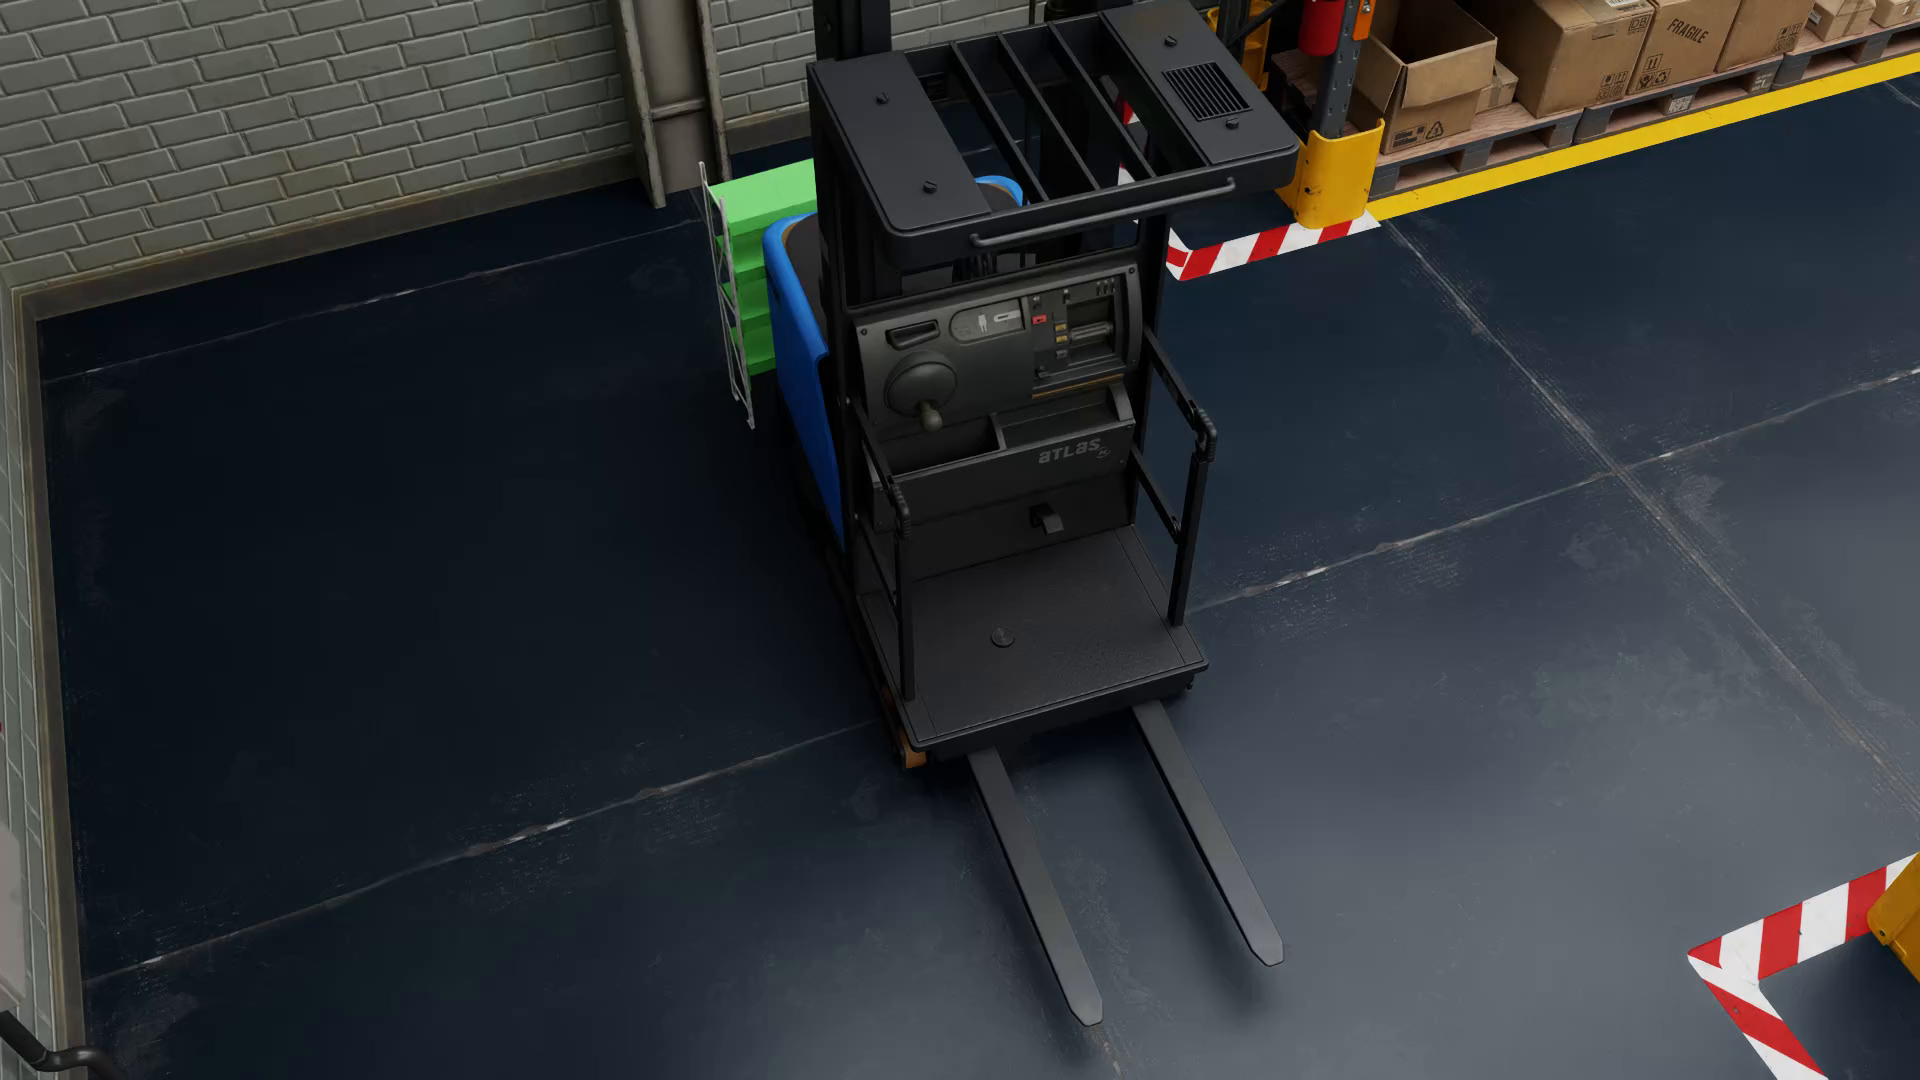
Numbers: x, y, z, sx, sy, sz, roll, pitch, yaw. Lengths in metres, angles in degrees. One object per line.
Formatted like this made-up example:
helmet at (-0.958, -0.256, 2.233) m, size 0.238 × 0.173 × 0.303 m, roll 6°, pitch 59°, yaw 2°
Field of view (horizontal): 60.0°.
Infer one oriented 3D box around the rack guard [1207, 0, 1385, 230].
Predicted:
rack guard at (1.572, -2.073, 8.041) m, size 0.348 × 0.500 × 1.175 m, roll -17°, pitch 52°, yaw -14°

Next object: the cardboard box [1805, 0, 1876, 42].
cardboard box at (4.470, -2.790, 8.535) m, size 0.258 × 0.266 × 0.396 m, roll -16°, pitch 51°, yaw -13°

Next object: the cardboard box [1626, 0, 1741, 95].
cardboard box at (3.437, -2.596, 8.214) m, size 0.500 × 0.500 × 0.500 m, roll -16°, pitch 51°, yaw -14°

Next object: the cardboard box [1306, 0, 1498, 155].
cardboard box at (2.104, -2.298, 7.956) m, size 0.637 × 0.503 × 0.797 m, roll -19°, pitch 52°, yaw -16°

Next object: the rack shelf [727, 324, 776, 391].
rack shelf at (-0.699, -0.822, 6.906) m, size 0.480 × 0.148 × 0.258 m, roll -20°, pitch 52°, yaw -16°

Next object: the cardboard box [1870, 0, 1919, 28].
cardboard box at (4.800, -2.855, 8.667) m, size 0.250 × 0.149 × 0.380 m, roll -19°, pitch 52°, yaw -15°

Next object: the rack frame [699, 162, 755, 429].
rack frame at (-0.920, -0.941, 6.608) m, size 0.015 × 1.200 × 0.240 m, roll -20°, pitch 52°, yaw -16°

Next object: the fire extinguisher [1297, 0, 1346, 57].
fire extinguisher at (1.540, -2.352, 6.930) m, size 0.183 × 0.674 × 0.296 m, roll -17°, pitch 52°, yaw -14°

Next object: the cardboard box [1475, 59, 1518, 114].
cardboard box at (2.512, -2.277, 8.171) m, size 0.250 × 0.149 × 0.380 m, roll -19°, pitch 52°, yaw -16°

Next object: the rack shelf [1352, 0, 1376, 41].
rack shelf at (3.353, -3.205, 7.840) m, size 4.000 × 0.370 × 1.077 m, roll -17°, pitch 52°, yaw -14°

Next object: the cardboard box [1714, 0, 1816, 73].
cardboard box at (3.871, -2.812, 8.400) m, size 0.500 × 0.500 × 0.700 m, roll -19°, pitch 52°, yaw -16°

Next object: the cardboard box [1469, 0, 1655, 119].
cardboard box at (2.910, -2.515, 8.144) m, size 0.500 × 0.500 × 0.700 m, roll -15°, pitch 51°, yaw -13°

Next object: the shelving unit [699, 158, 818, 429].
shelving unit at (-0.699, -1.020, 6.676) m, size 0.503 × 1.200 × 0.258 m, roll -20°, pitch 52°, yaw -16°

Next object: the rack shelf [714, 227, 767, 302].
rack shelf at (-0.699, -1.135, 6.542) m, size 0.480 × 0.148 × 0.258 m, roll -20°, pitch 52°, yaw -16°

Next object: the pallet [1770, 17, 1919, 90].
pallet at (4.569, -2.908, 8.949) m, size 1.213 × 0.211 × 1.003 m, roll -17°, pitch 52°, yaw -14°

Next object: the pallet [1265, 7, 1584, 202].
pallet at (2.310, -2.208, 8.348) m, size 1.213 × 0.211 × 1.003 m, roll -17°, pitch 52°, yaw -14°

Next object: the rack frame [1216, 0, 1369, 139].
rack frame at (1.502, -2.865, 7.074) m, size 0.127 × 3.000 × 1.000 m, roll -17°, pitch 52°, yaw -14°

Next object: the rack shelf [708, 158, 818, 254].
rack shelf at (-0.699, -1.291, 6.360) m, size 0.480 × 0.148 × 0.258 m, roll -20°, pitch 52°, yaw -16°

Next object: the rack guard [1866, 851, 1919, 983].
rack guard at (3.360, 1.441, 5.024) m, size 0.348 × 0.500 × 1.175 m, roll -17°, pitch 52°, yaw -14°

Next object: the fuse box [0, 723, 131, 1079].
fuse box at (-2.488, 1.156, 4.470) m, size 0.414 × 1.711 × 0.539 m, roll -17°, pitch 52°, yaw -14°

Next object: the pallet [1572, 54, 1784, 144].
pallet at (3.438, -2.555, 8.646) m, size 1.213 × 0.211 × 1.003 m, roll -17°, pitch 52°, yaw -14°

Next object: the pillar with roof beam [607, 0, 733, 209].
pillar with roof beam at (0.293, -1.656, 2.081) m, size 0.400 × 9.000 × 9.100 m, roll -17°, pitch 52°, yaw -14°

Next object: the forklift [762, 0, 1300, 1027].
forklift at (0.204, -0.504, 5.092) m, size 1.130 × 2.935 × 3.031 m, roll -15°, pitch 51°, yaw -12°

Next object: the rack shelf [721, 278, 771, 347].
rack shelf at (-0.699, -0.978, 6.724) m, size 0.480 × 0.148 × 0.258 m, roll -20°, pitch 52°, yaw -16°
